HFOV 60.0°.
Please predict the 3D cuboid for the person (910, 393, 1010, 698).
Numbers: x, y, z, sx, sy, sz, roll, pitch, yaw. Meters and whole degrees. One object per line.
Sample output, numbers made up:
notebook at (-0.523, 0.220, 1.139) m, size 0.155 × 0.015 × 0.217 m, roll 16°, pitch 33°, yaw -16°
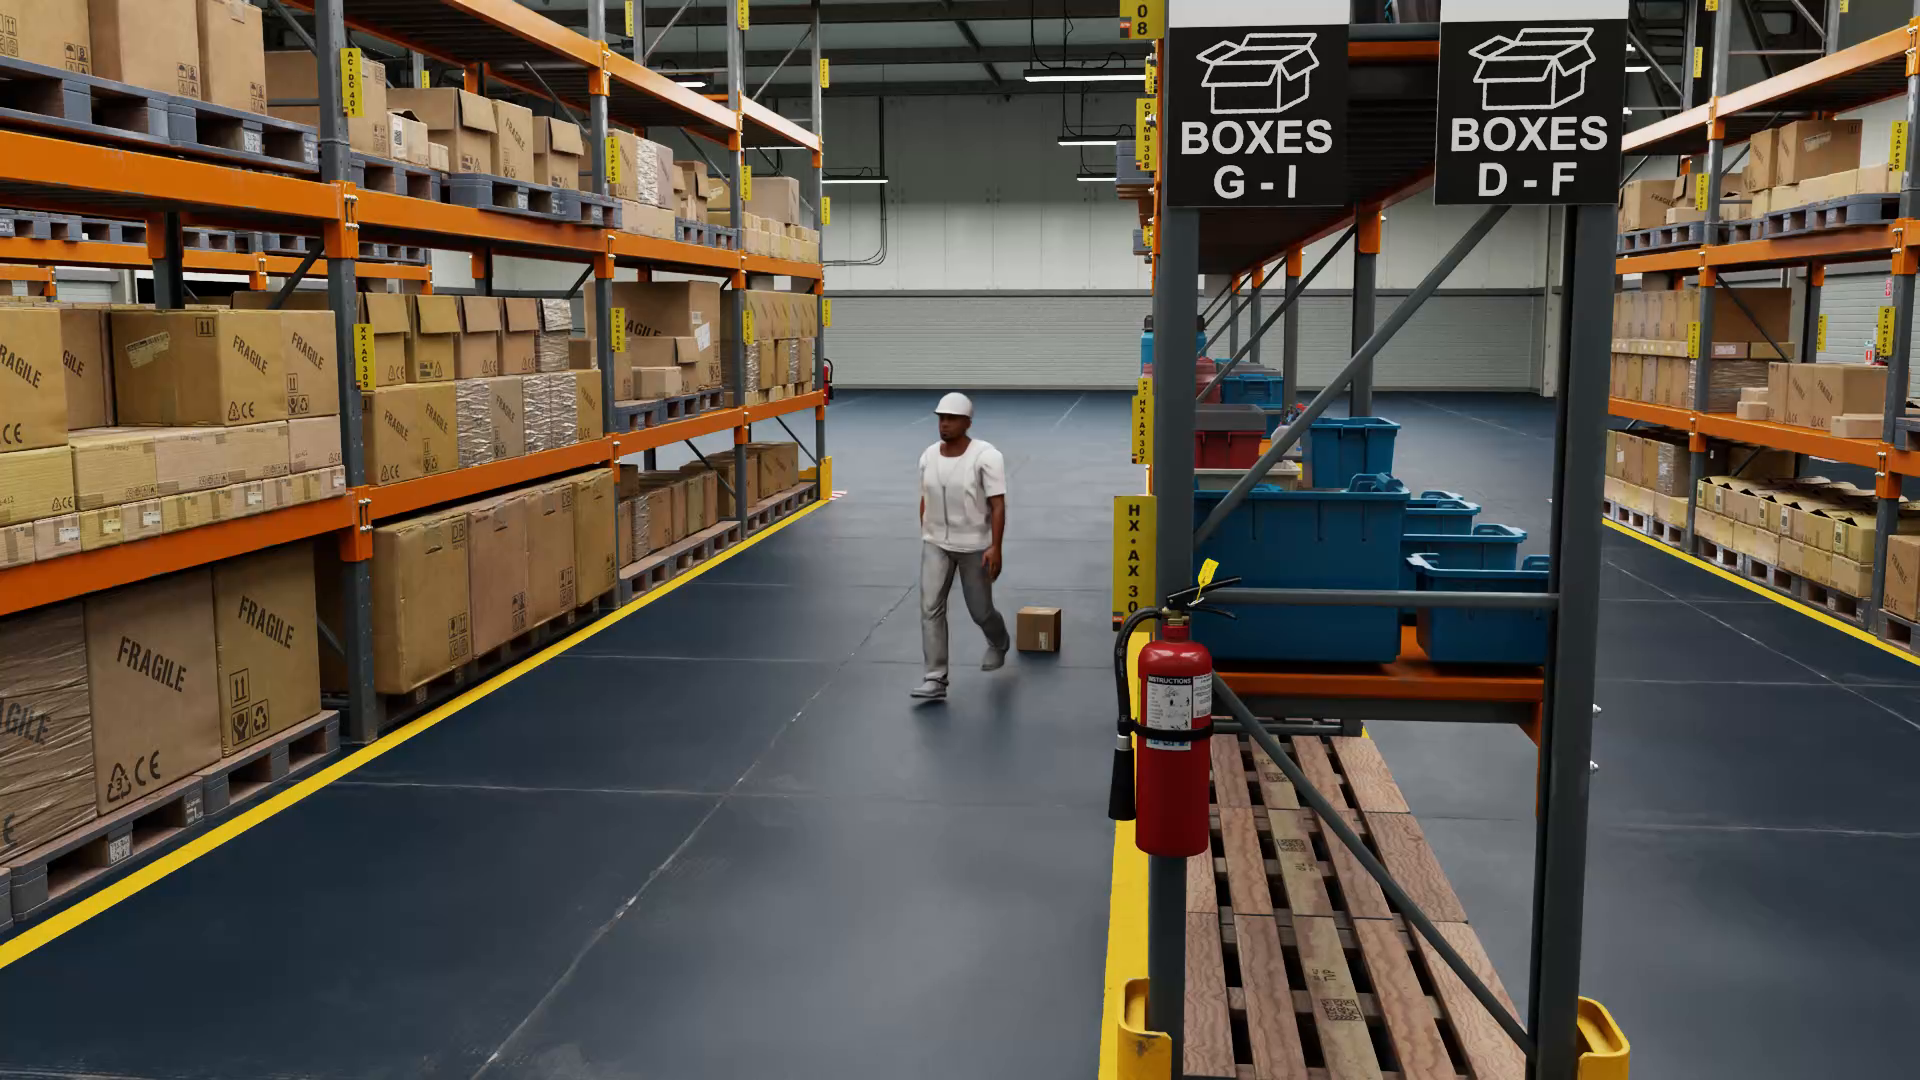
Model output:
person at (0.009, 0.020, 9.578) m, size 0.573 × 1.734 × 0.959 m, roll 3°, pitch 8°, yaw 23°
